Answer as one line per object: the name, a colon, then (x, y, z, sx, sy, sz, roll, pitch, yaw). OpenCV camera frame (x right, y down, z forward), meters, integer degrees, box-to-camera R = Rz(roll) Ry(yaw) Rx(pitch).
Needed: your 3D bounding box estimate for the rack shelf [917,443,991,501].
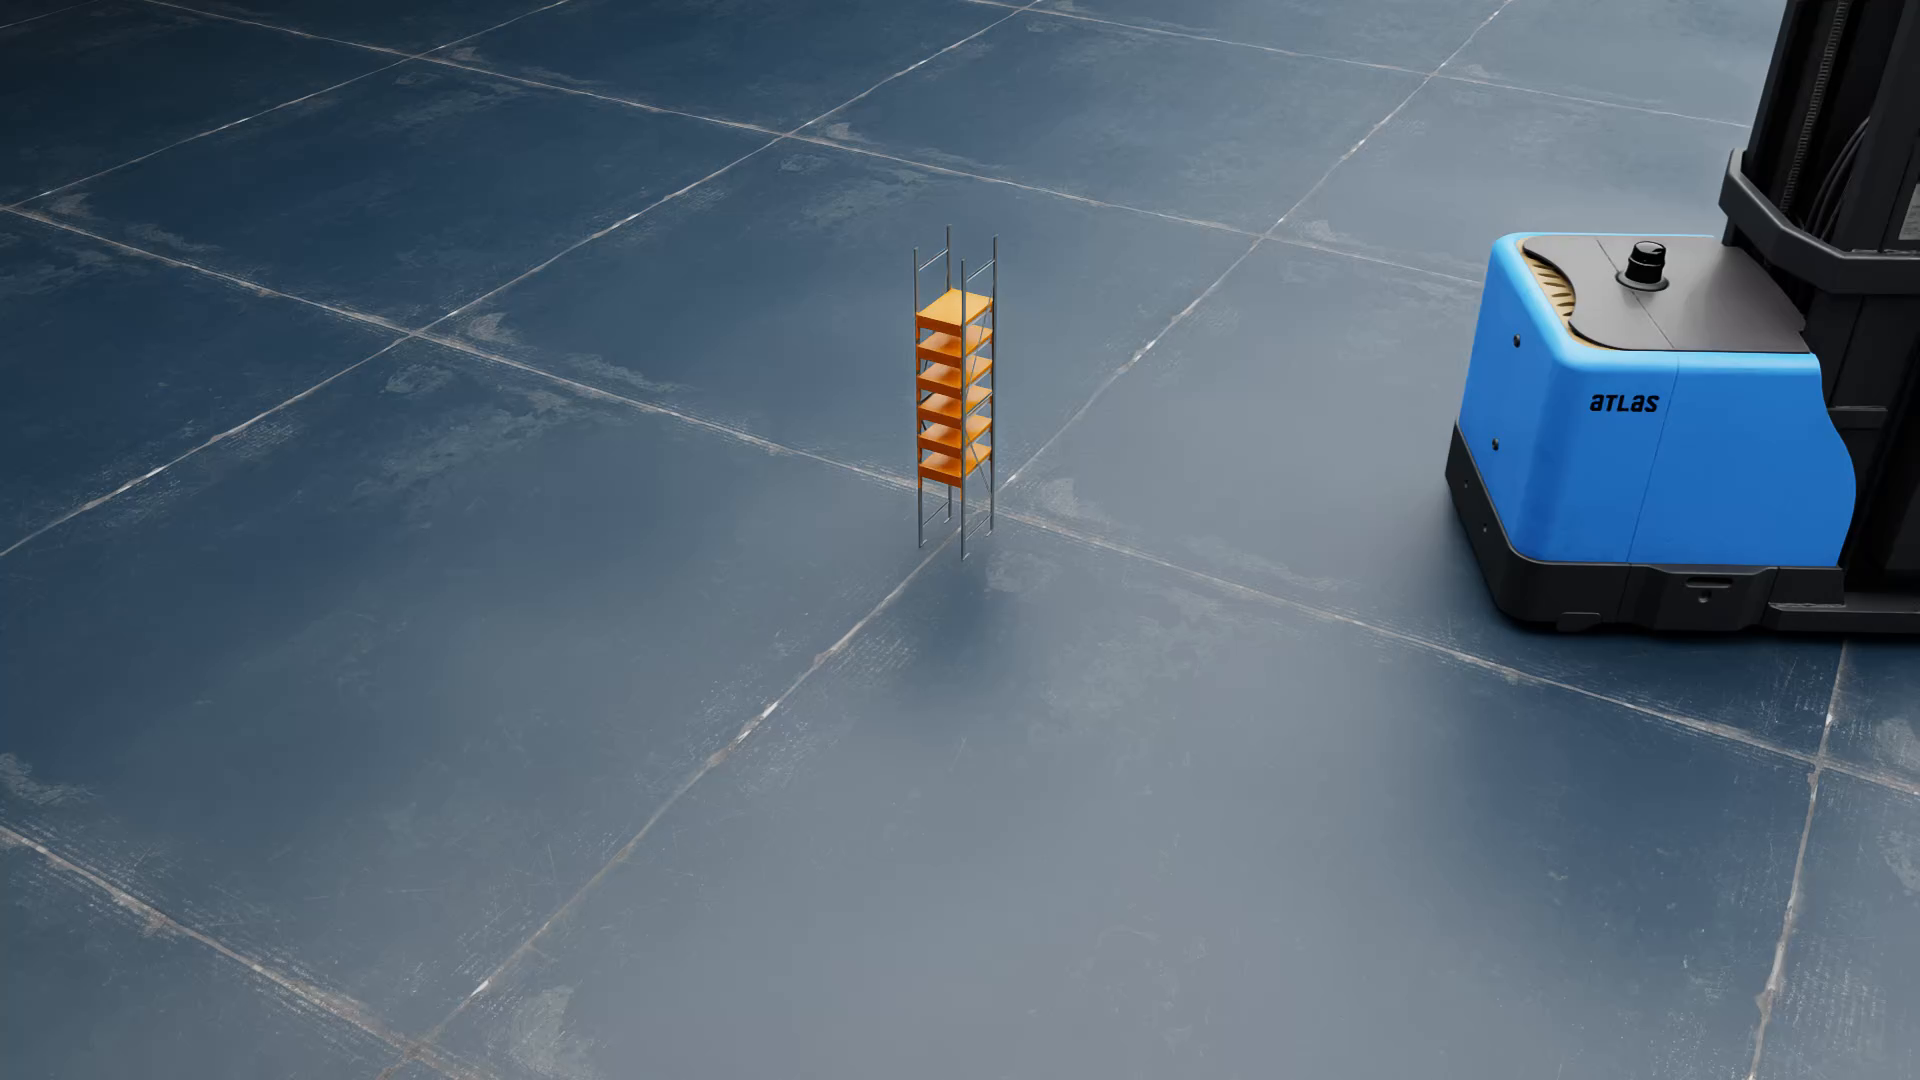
rack shelf: (-0.013, -0.267, 6.081, 0.180, 0.103, 0.258, 18, 37, 24)

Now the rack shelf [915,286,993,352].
rack shelf: (-0.013, -0.766, 5.749, 0.180, 0.103, 0.258, 18, 37, 24)

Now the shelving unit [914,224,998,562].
shelving unit: (-0.013, -0.503, 5.923, 0.189, 1.200, 0.258, 18, 37, 24)

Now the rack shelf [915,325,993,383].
rack shelf: (-0.013, -0.666, 5.815, 0.180, 0.103, 0.258, 18, 37, 24)

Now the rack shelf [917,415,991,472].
rack shelf: (-0.013, -0.367, 6.015, 0.180, 0.103, 0.258, 18, 37, 24)

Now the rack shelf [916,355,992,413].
rack shelf: (-0.013, -0.566, 5.882, 0.180, 0.103, 0.258, 18, 37, 24)

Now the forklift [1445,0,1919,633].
forklift: (3.395, -1.146, 5.327, 3.031, 2.935, 1.130, 1, 34, 2)

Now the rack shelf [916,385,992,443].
rack shelf: (-0.013, -0.466, 5.948, 0.180, 0.103, 0.258, 18, 37, 24)

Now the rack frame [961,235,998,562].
rack frame: (0.067, -0.478, 5.886, 0.006, 1.200, 0.240, 18, 37, 24)

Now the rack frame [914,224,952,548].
rack frame: (-0.092, -0.529, 5.961, 0.006, 1.200, 0.240, 18, 37, 24)
